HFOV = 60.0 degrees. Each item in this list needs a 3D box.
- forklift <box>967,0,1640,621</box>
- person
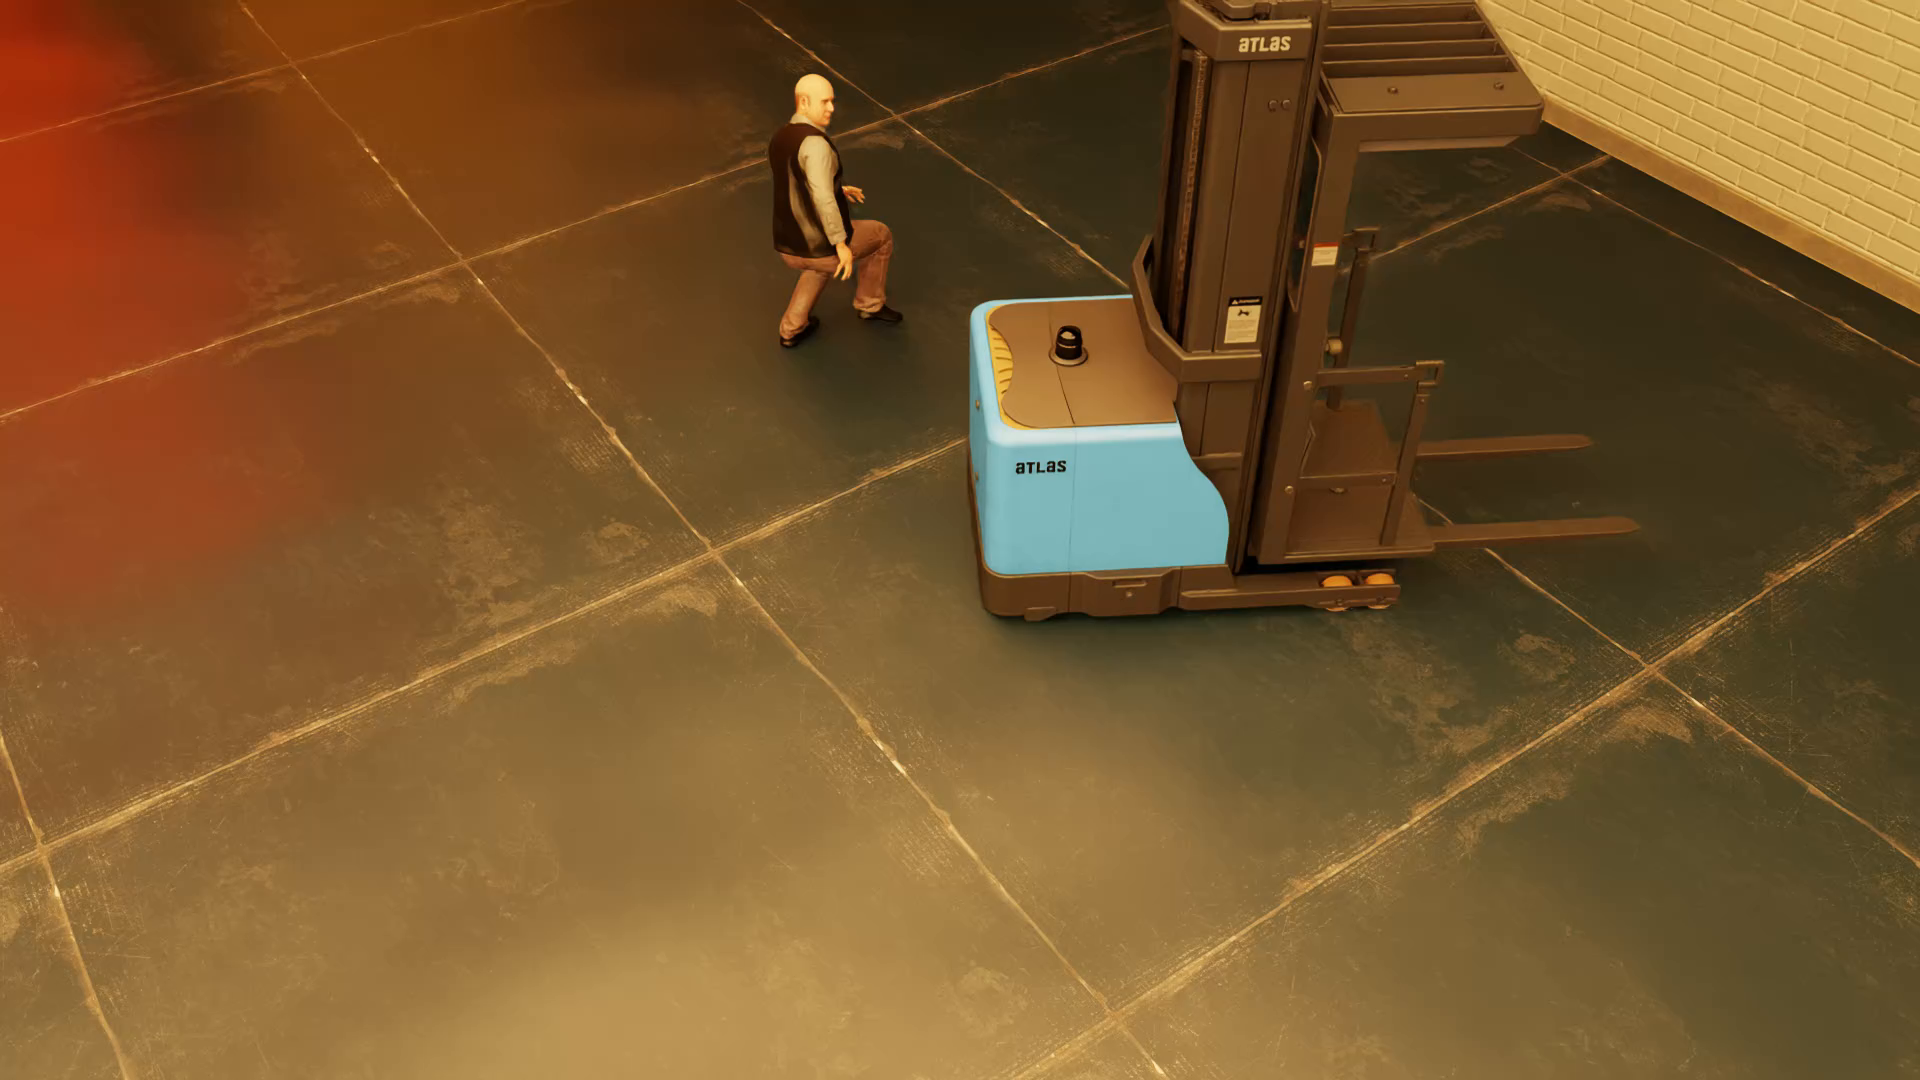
[{"bbox_3d":[1.576,-1.113,6.923,3.031,2.935,1.130,-3,43,-3],"label":"forklift"},{"bbox_3d":[-0.640,-1.647,8.575,0.750,1.516,0.723,30,50,28],"label":"person"}]
